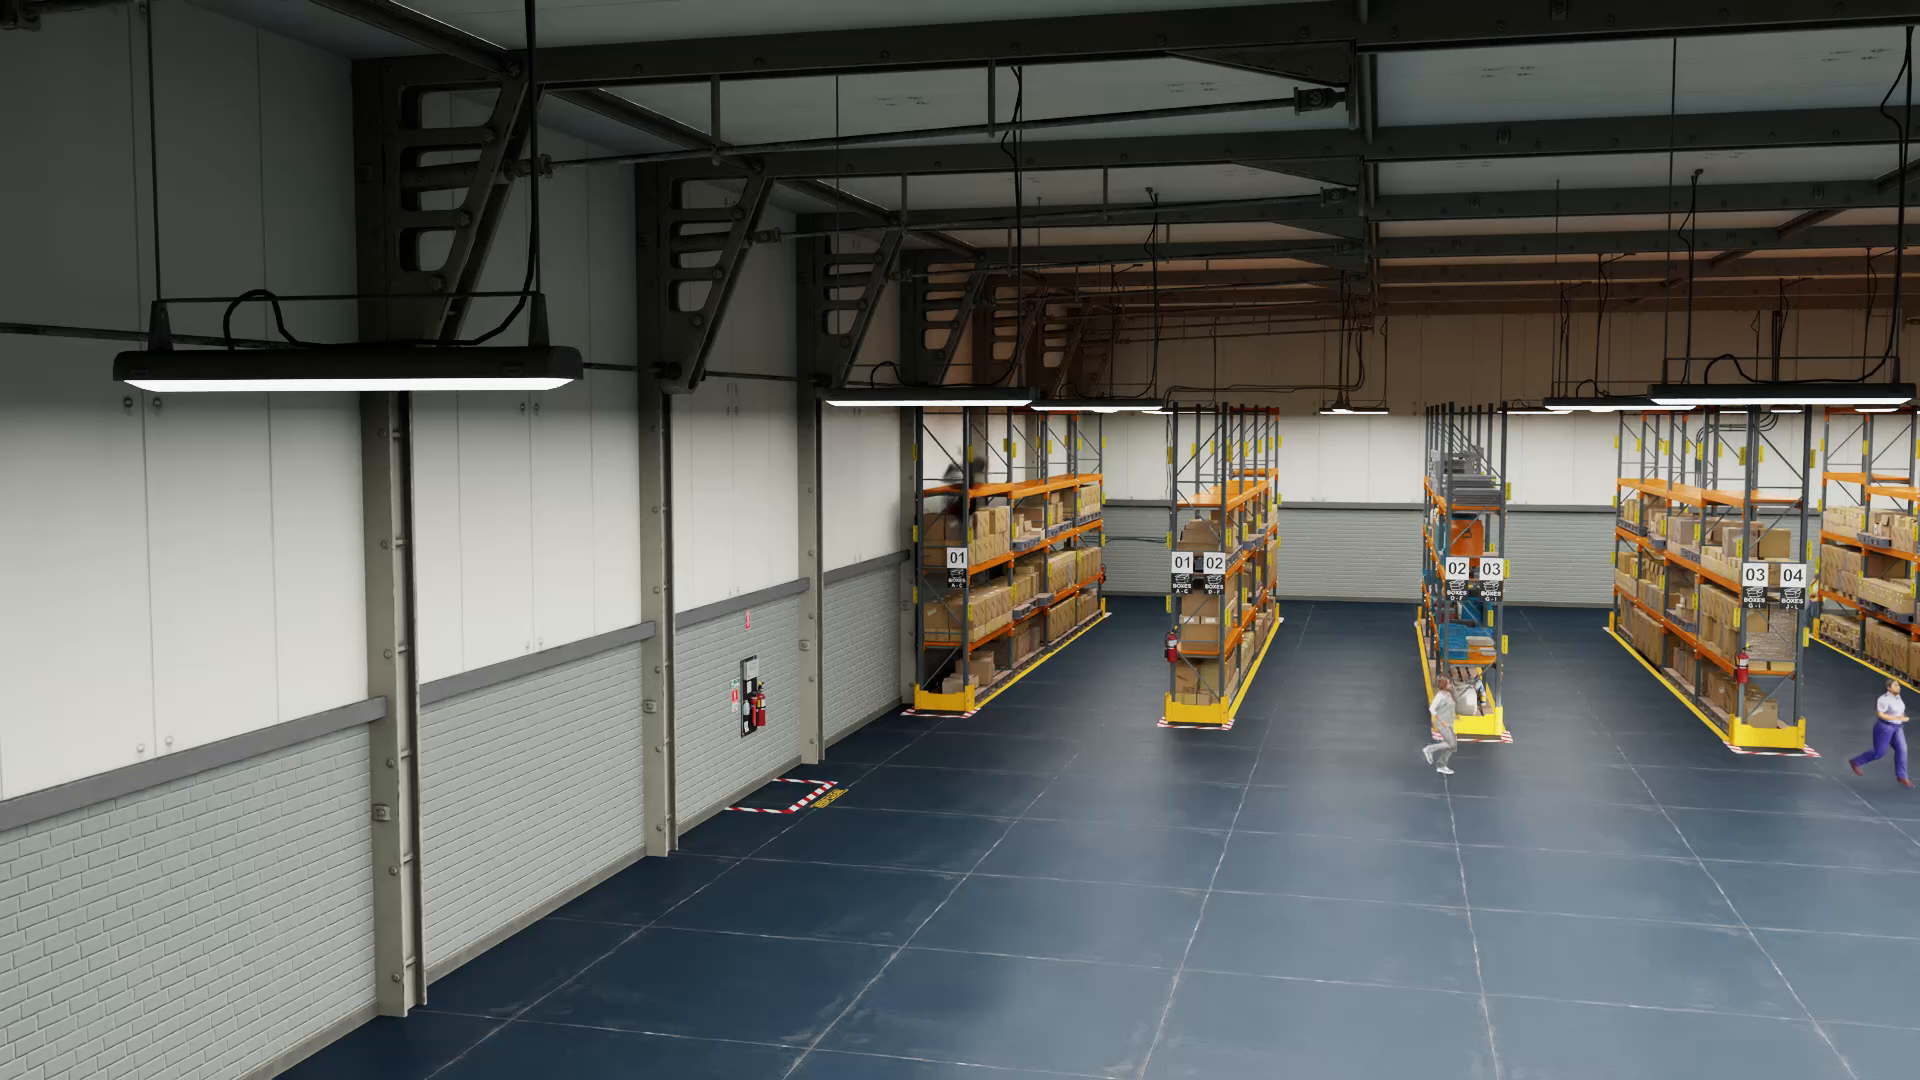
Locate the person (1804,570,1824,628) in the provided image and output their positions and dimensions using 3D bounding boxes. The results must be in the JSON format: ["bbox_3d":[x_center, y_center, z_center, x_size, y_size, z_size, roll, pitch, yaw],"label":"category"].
[{"bbox_3d":[22.679,1.611,43.994,0.869,1.734,0.747,0,4,2],"label":"person"}]

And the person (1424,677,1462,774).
[{"bbox_3d":[7.769,2.977,26.748,0.547,1.554,0.537,3,5,37],"label":"person"}]

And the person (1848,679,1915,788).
[{"bbox_3d":[14.478,3.093,26.020,0.615,1.452,0.934,-3,5,-31],"label":"person"}]
